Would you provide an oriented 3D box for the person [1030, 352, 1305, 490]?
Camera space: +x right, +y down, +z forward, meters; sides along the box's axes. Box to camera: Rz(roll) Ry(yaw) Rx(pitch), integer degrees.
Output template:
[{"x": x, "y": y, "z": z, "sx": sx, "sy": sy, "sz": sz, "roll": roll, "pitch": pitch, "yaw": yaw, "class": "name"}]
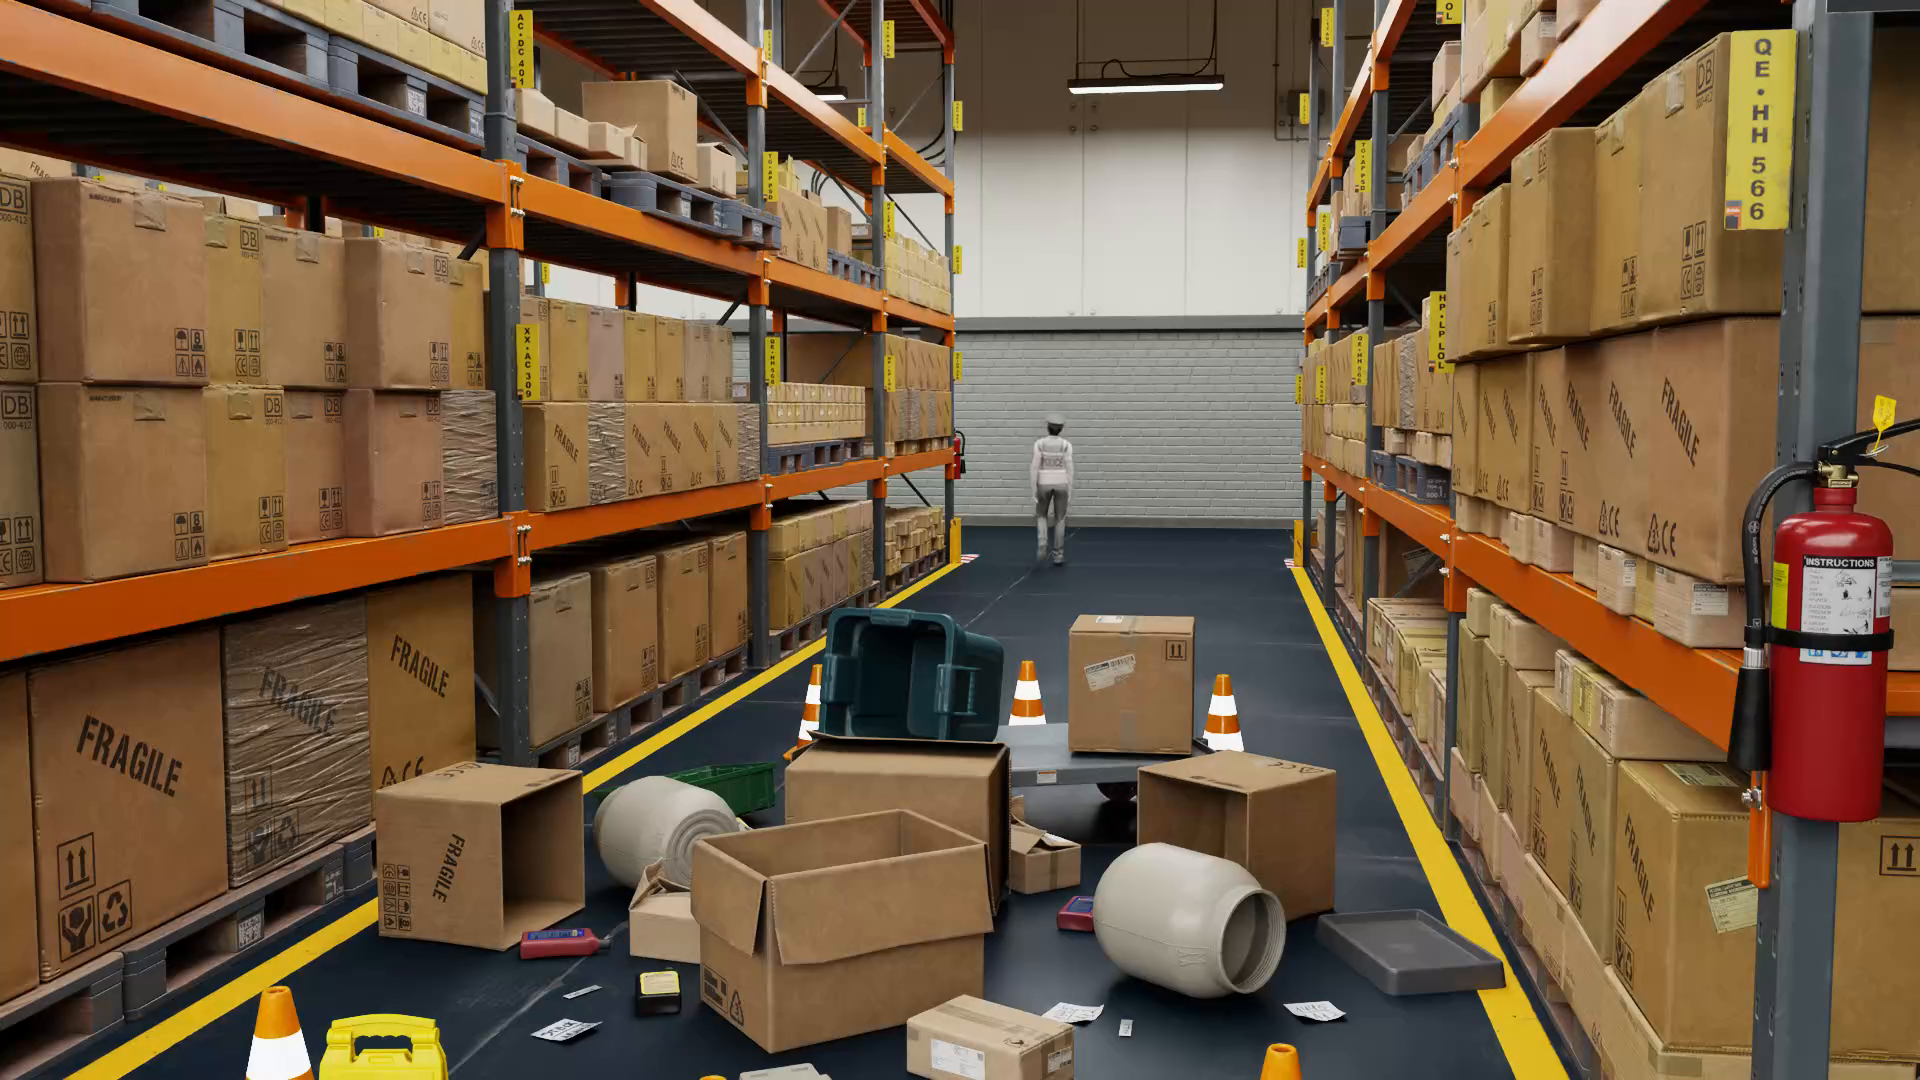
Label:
[{"x": 1.268, "y": -1.333, "z": 13.629, "sx": 5.685, "sy": 2.349, "sz": 21.759, "roll": 1, "pitch": 5, "yaw": 7, "class": "person"}]
